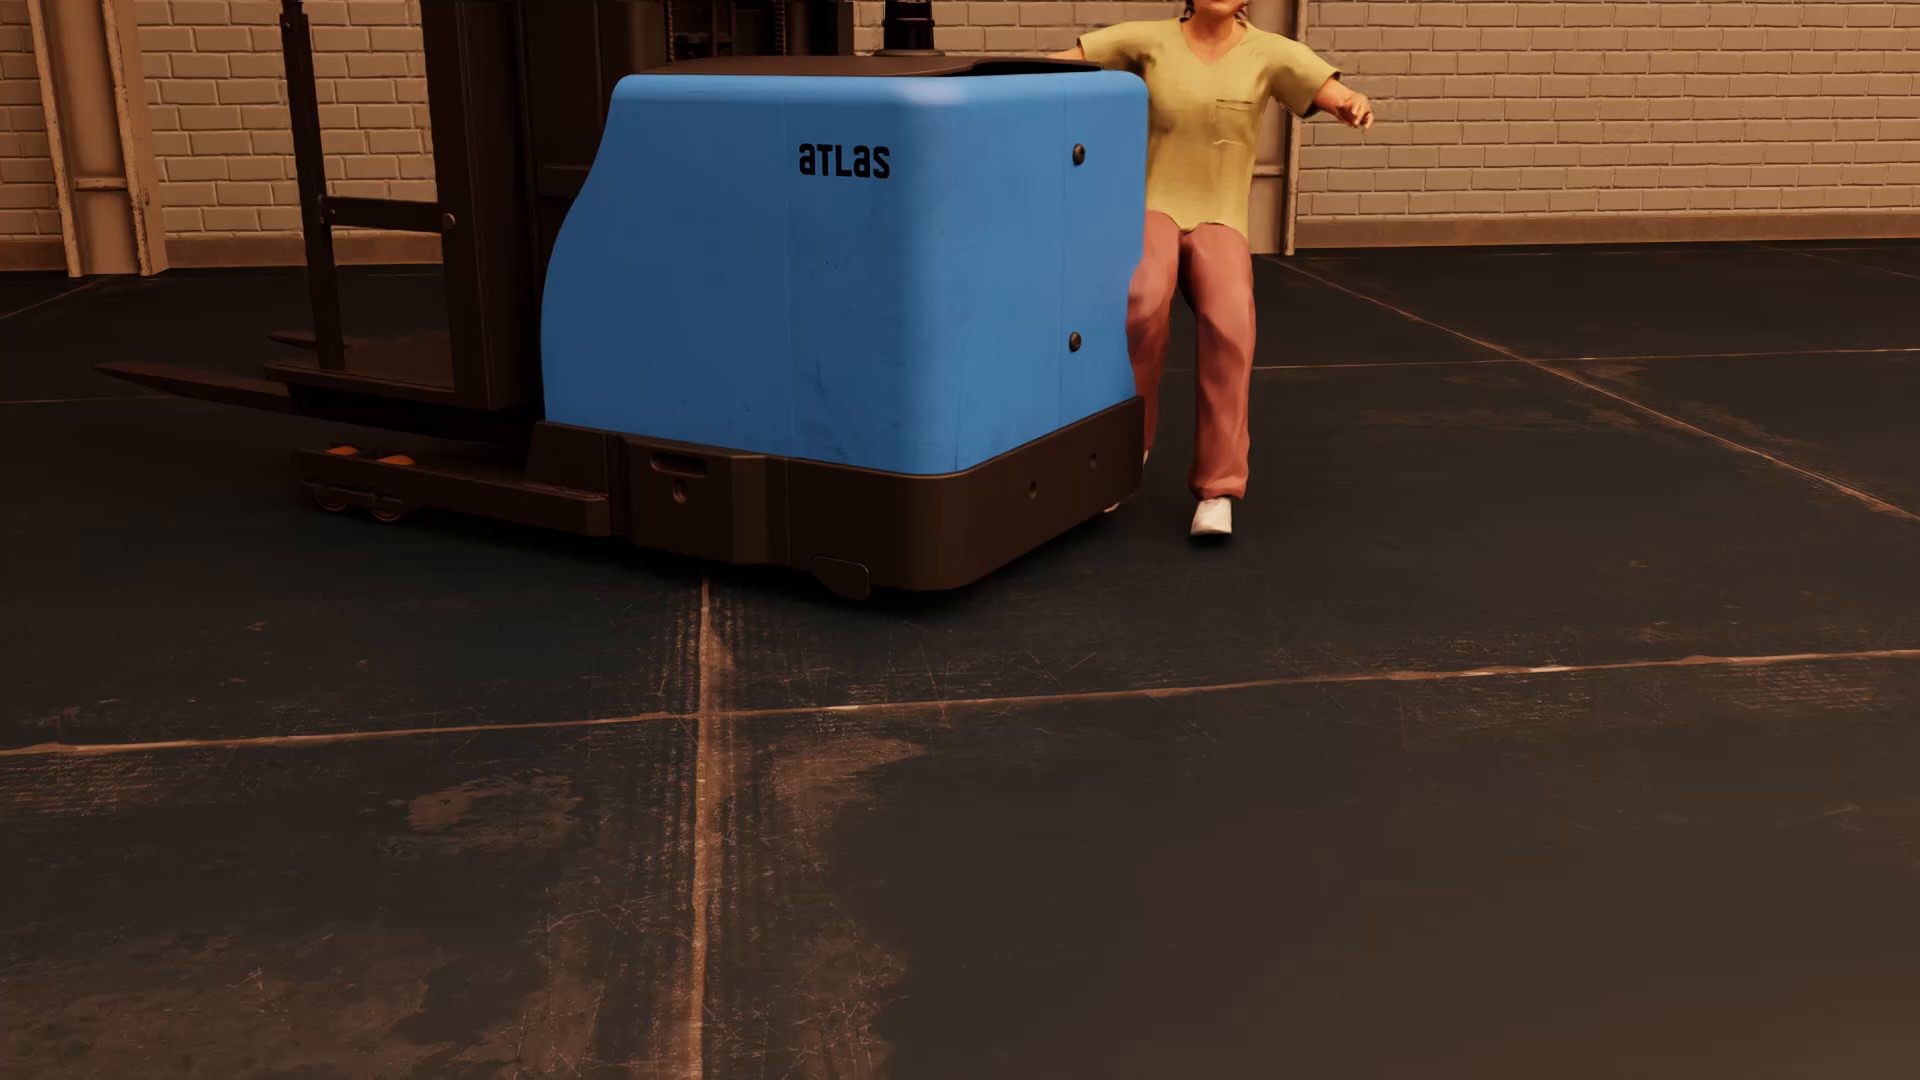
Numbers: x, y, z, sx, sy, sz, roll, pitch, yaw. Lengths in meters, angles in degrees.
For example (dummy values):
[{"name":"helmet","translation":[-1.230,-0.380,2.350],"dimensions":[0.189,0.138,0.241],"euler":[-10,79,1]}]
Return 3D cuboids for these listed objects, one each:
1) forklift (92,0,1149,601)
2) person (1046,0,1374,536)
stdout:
[{"name":"forklift","translation":[-1.079,-1.568,4.088],"dimensions":[3.031,2.935,1.130],"euler":[9,19,29]},{"name":"person","translation":[0.569,-0.779,4.067],"dimensions":[0.872,1.428,0.836],"euler":[0,17,-1]}]
